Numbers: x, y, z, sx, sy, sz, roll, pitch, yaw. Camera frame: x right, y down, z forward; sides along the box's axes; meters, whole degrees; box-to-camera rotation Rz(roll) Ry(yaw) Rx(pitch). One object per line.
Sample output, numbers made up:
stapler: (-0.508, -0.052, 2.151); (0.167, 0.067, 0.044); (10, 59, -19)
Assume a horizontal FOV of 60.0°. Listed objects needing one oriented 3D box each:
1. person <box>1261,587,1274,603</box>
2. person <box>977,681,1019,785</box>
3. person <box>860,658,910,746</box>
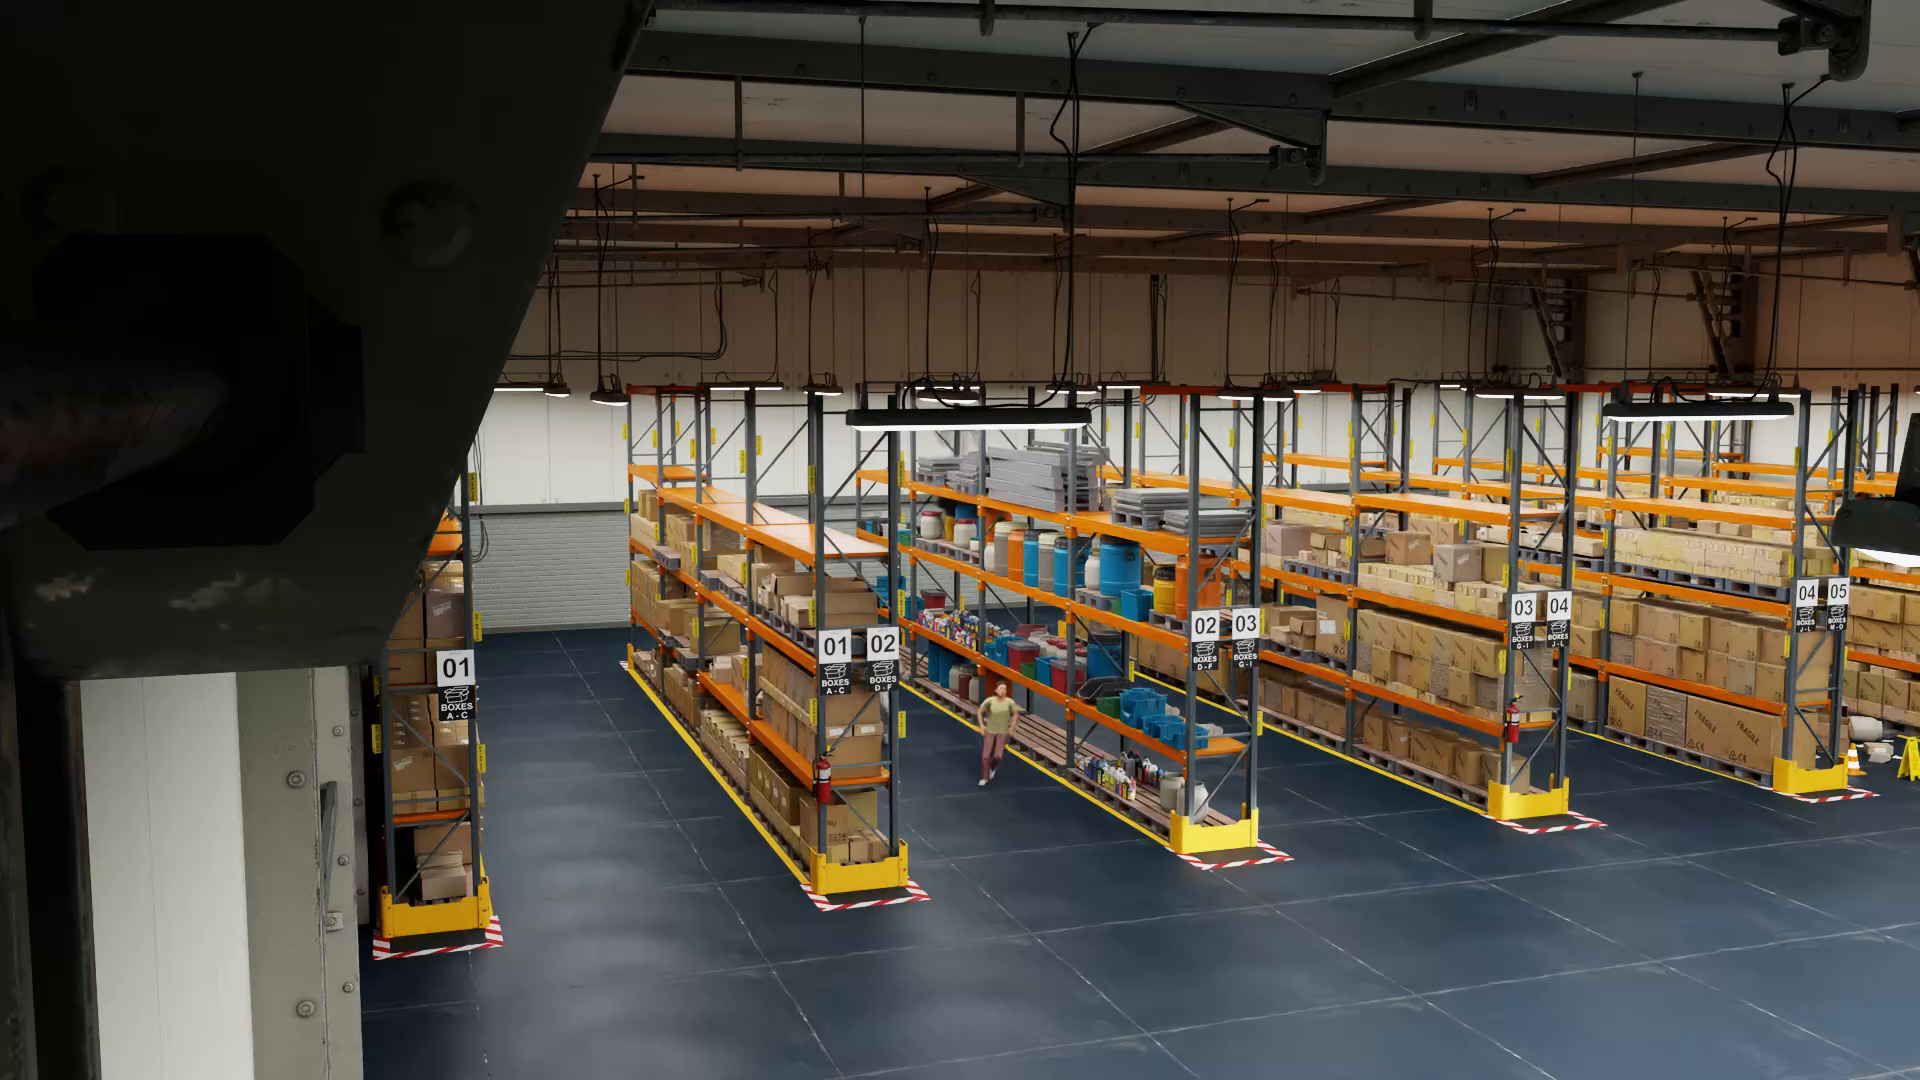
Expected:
person: (7.913, 1.076, 42.605); (0.686, 1.750, 0.705); (-5, 8, -40)
person: (0.571, 2.932, 25.226); (0.632, 1.608, 0.524); (0, 6, 2)
person: (-1.254, 2.566, 27.974); (0.709, 1.775, 0.877); (-4, 7, -34)
